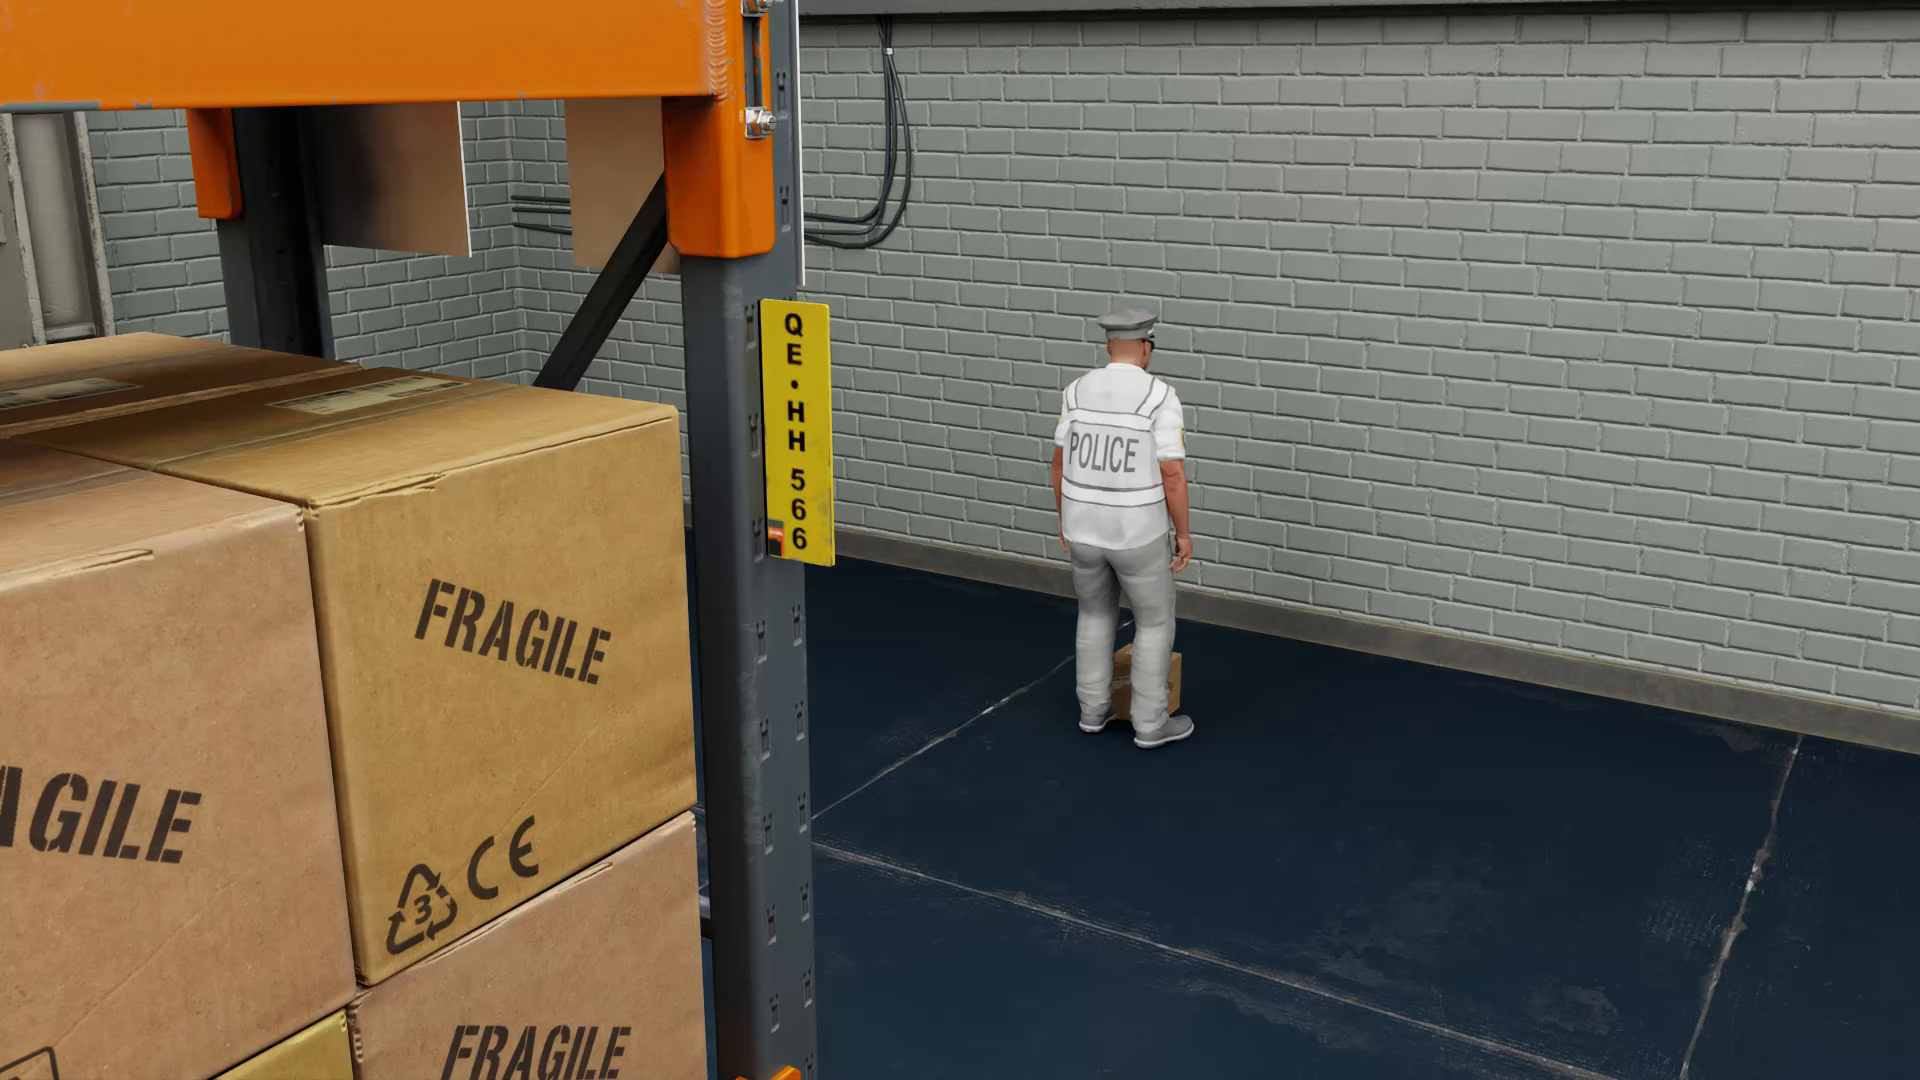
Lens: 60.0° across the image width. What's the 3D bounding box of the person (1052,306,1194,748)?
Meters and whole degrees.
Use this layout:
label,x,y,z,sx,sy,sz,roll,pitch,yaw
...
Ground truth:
label,x,y,z,sx,sy,sz,roll,pitch,yaw
person,0.647,-0.043,6.672,0.587,1.745,0.466,10,19,30
